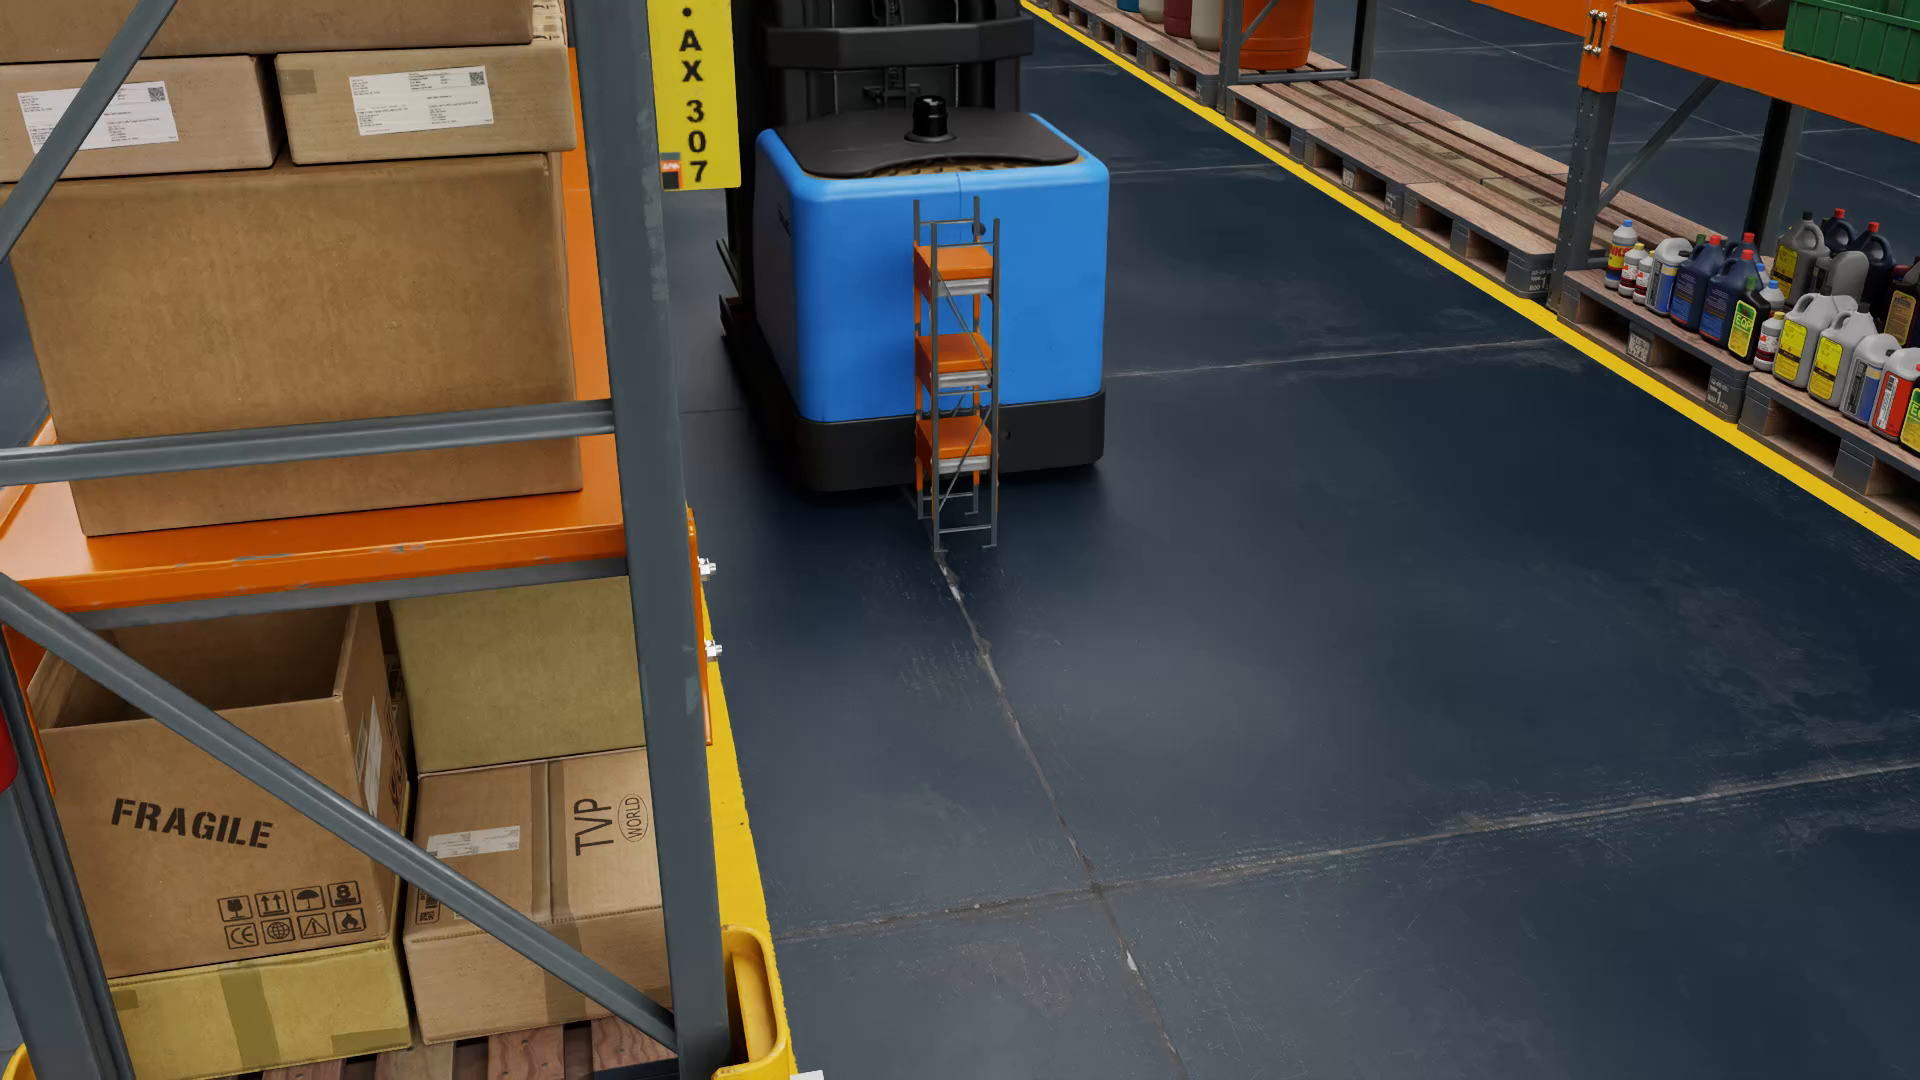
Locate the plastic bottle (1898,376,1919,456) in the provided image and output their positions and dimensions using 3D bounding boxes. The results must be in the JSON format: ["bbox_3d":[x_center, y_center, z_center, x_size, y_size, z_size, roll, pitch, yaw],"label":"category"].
[{"bbox_3d":[3.070,-0.414,5.268,0.061,0.283,0.133,-5,27,-10],"label":"plastic bottle"}]

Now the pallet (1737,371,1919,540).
[{"bbox_3d":[3.443,-0.295,5.600,1.003,0.211,1.213,-6,27,-12],"label":"pallet"}]

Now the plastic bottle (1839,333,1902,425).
[{"bbox_3d":[3.053,-0.536,5.517,0.152,0.276,0.135,-7,28,-13],"label":"plastic bottle"}]

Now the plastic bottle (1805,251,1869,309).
[{"bbox_3d":[3.385,-0.992,6.421,0.152,0.276,0.135,-6,27,-12],"label":"plastic bottle"}]

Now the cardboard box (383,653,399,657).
[{"bbox_3d":[-1.519,0.279,3.954,0.500,0.250,0.500,-6,27,-12],"label":"cardboard box"}]

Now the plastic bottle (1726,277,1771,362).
[{"bbox_3d":[2.871,-0.803,6.038,0.061,0.283,0.133,-5,27,-9],"label":"plastic bottle"}]

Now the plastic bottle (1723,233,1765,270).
[{"bbox_3d":[2.972,-1.007,6.368,0.144,0.351,0.185,-6,27,-12],"label":"plastic bottle"}]

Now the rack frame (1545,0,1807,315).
[{"bbox_3d":[3.054,-2.375,6.627,1.000,3.000,0.127,-6,27,-12],"label":"rack frame"}]

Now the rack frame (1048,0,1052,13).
[{"bbox_3d":[1.251,-5.887,13.585,1.000,3.000,0.127,-6,27,-12],"label":"rack frame"}]

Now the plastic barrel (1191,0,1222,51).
[{"bbox_3d":[1.811,-3.660,11.467,0.421,0.512,0.421,0,27,0],"label":"plastic barrel"}]

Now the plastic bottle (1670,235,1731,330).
[{"bbox_3d":[2.832,-0.993,6.339,0.144,0.351,0.185,-5,27,-10],"label":"plastic bottle"}]

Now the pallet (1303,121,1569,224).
[{"bbox_3d":[2.561,-2.008,8.994,1.003,0.211,1.213,-6,27,-12],"label":"pallet"}]

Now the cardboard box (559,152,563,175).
[{"bbox_3d":[-1.315,-1.048,3.887,0.700,0.500,0.500,-5,27,-10],"label":"cardboard box"}]

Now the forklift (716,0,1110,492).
[{"bbox_3d":[-0.377,-2.109,6.176,1.130,2.935,3.031,-7,28,-13],"label":"forklift"}]

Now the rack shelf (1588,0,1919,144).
[{"bbox_3d":[3.505,-1.176,5.050,1.077,0.370,4.000,-6,27,-12],"label":"rack shelf"}]

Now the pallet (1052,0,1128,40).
[{"bbox_3d":[1.385,-4.299,13.534,1.003,0.211,1.213,-6,27,-12],"label":"pallet"}]

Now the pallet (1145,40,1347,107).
[{"bbox_3d":[1.934,-3.228,11.412,1.003,0.211,1.213,-6,27,-12],"label":"pallet"}]

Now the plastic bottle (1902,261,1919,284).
[{"bbox_3d":[3.596,-0.910,6.175,0.144,0.351,0.185,-6,27,-12],"label":"plastic bottle"}]

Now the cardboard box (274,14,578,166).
[{"bbox_3d":[-0.750,-0.646,2.371,0.380,0.149,0.250,-6,27,-12],"label":"cardboard box"}]

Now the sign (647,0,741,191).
[{"bbox_3d":[-0.329,-0.593,2.048,0.100,0.325,0.005,-6,27,-12],"label":"sign"}]

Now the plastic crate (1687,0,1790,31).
[{"bbox_3d":[3.048,-2.105,6.160,0.767,0.338,0.504,-6,27,-12],"label":"plastic crate"}]

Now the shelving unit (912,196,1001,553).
[{"bbox_3d":[-0.012,-0.492,5.060,0.215,1.050,0.252,-6,27,-12],"label":"shelving unit"}]

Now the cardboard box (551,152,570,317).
[{"bbox_3d":[-1.087,-0.599,2.997,0.700,0.500,0.500,-5,27,-10],"label":"cardboard box"}]

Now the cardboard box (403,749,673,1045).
[{"bbox_3d":[-0.775,0.664,3.191,0.500,0.250,0.500,-6,27,-12],"label":"cardboard box"}]

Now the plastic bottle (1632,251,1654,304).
[{"bbox_3d":[2.745,-1.049,6.616,0.097,0.201,0.097,0,27,0],"label":"plastic bottle"}]

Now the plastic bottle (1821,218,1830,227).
[{"bbox_3d":[3.484,-1.181,6.788,0.061,0.283,0.133,-5,27,-9],"label":"plastic bottle"}]

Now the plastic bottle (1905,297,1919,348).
[{"bbox_3d":[3.525,-0.797,6.026,0.061,0.283,0.133,-6,27,-12],"label":"plastic bottle"}]

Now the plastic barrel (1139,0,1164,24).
[{"bbox_3d":[1.557,-4.156,12.449,0.421,0.512,0.421,0,27,0],"label":"plastic barrel"}]

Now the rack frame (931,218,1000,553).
[{"bbox_3d":[0.015,-0.439,4.954,0.200,1.050,0.008,-6,27,-12],"label":"rack frame"}]

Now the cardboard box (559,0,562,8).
[{"bbox_3d":[-0.867,-0.872,2.817,0.380,0.149,0.250,-6,27,-11],"label":"cardboard box"}]

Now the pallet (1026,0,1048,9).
[{"bbox_3d":[1.048,-4.961,14.845,1.003,0.211,1.213,-6,27,-12],"label":"pallet"}]

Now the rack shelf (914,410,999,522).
[{"bbox_3d":[-0.012,-0.235,5.190,0.215,0.259,0.240,-6,27,-12],"label":"rack shelf"}]

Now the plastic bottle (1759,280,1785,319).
[{"bbox_3d":[2.944,-0.814,6.072,0.097,0.271,0.097,0,27,0],"label":"plastic bottle"}]

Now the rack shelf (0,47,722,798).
[{"bbox_3d":[-1.322,-0.675,4.056,1.077,0.370,4.000,-6,27,-12],"label":"rack shelf"}]

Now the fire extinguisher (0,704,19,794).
[{"bbox_3d":[-1.297,0.016,1.976,0.296,0.674,0.183,-6,27,-12],"label":"fire extinguisher"}]

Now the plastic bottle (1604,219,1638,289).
[{"bbox_3d":[2.699,-1.169,6.777,0.097,0.271,0.097,0,27,0],"label":"plastic bottle"}]

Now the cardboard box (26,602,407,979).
[{"bbox_3d":[-1.282,0.382,2.917,0.500,0.500,0.500,-6,27,-12],"label":"cardboard box"}]

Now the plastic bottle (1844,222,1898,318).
[{"bbox_3d":[3.523,-1.051,6.456,0.144,0.351,0.185,-7,28,-14],"label":"plastic bottle"}]

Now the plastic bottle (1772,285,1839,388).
[{"bbox_3d":[2.970,-0.723,5.805,0.144,0.351,0.185,-6,27,-12],"label":"plastic bottle"}]

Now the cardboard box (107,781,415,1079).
[{"bbox_3d":[-1.280,0.717,3.087,0.500,0.250,0.500,-6,27,-12],"label":"cardboard box"}]

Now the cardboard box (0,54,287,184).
[{"bbox_3d":[-1.143,-0.601,2.280,0.380,0.149,0.250,-6,27,-12],"label":"cardboard box"}]
